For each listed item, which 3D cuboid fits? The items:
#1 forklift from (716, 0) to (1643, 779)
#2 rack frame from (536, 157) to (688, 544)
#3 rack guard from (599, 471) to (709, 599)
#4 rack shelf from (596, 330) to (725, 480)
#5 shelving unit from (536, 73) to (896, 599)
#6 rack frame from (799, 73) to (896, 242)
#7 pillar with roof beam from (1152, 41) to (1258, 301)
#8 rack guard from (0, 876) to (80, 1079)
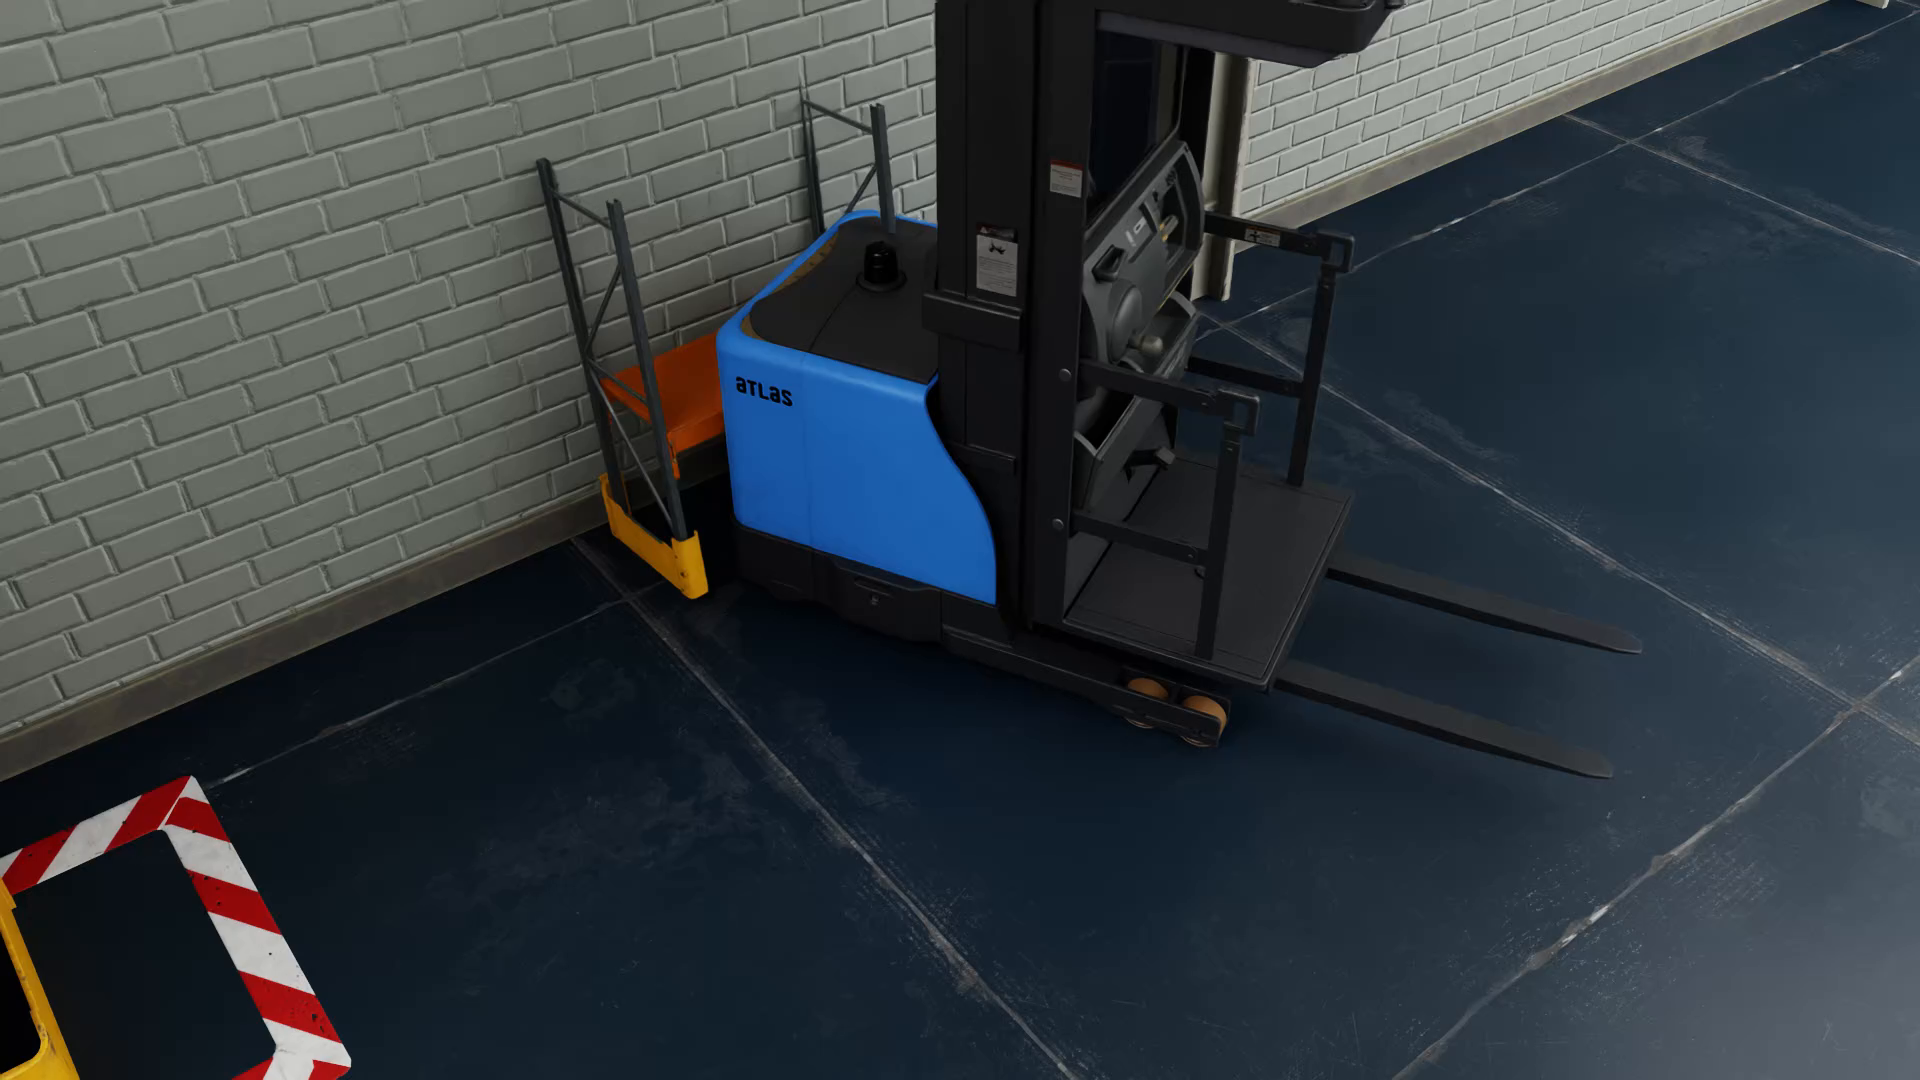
[{"bbox_3d":[0.744,-0.846,4.971,3.031,2.935,1.130,17,42,19],"label":"forklift"},{"bbox_3d":[-1.157,-0.529,5.679,0.032,1.500,0.500,-28,42,-29],"label":"rack frame"},{"bbox_3d":[-1.116,-0.026,6.047,0.087,0.250,0.587,-28,42,-29],"label":"rack guard"},{"bbox_3d":[-0.755,-0.595,6.031,1.000,0.185,0.538,-28,42,-29],"label":"rack shelf"},{"bbox_3d":[-0.773,-0.737,5.921,1.083,1.500,0.587,-28,42,-29],"label":"shelving unit"},{"bbox_3d":[-0.375,-0.952,6.172,0.032,1.500,0.500,-28,42,-29],"label":"rack frame"},{"bbox_3d":[3.608,-2.422,2.107,0.400,9.000,9.100,-26,46,-28],"label":"pillar with roof beam"},{"bbox_3d":[-2.652,1.193,4.402,0.348,0.500,1.175,-26,46,-28],"label":"rack guard"}]
